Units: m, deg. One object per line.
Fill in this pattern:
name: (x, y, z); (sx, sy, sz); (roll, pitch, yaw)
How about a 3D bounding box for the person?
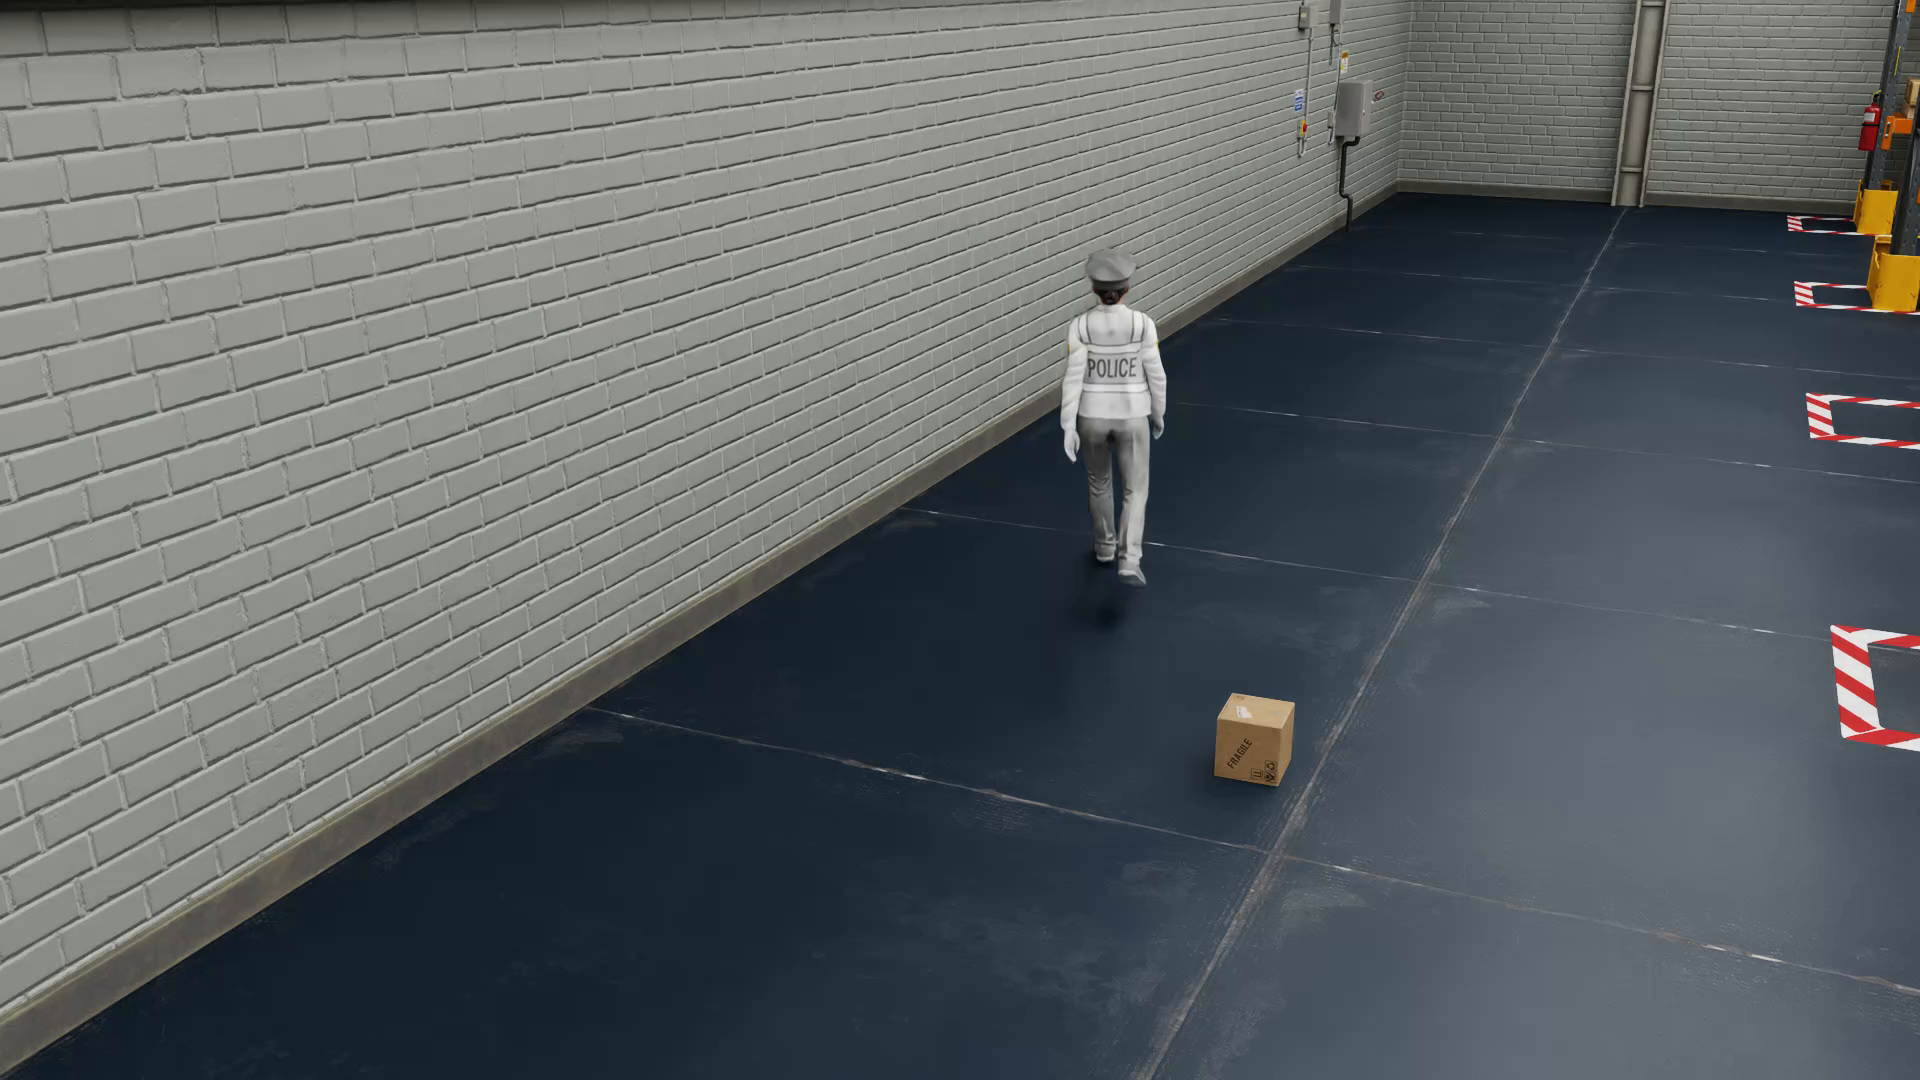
person: (0.755, -0.592, 8.210); (0.503, 1.647, 0.956); (3, 19, 10)
